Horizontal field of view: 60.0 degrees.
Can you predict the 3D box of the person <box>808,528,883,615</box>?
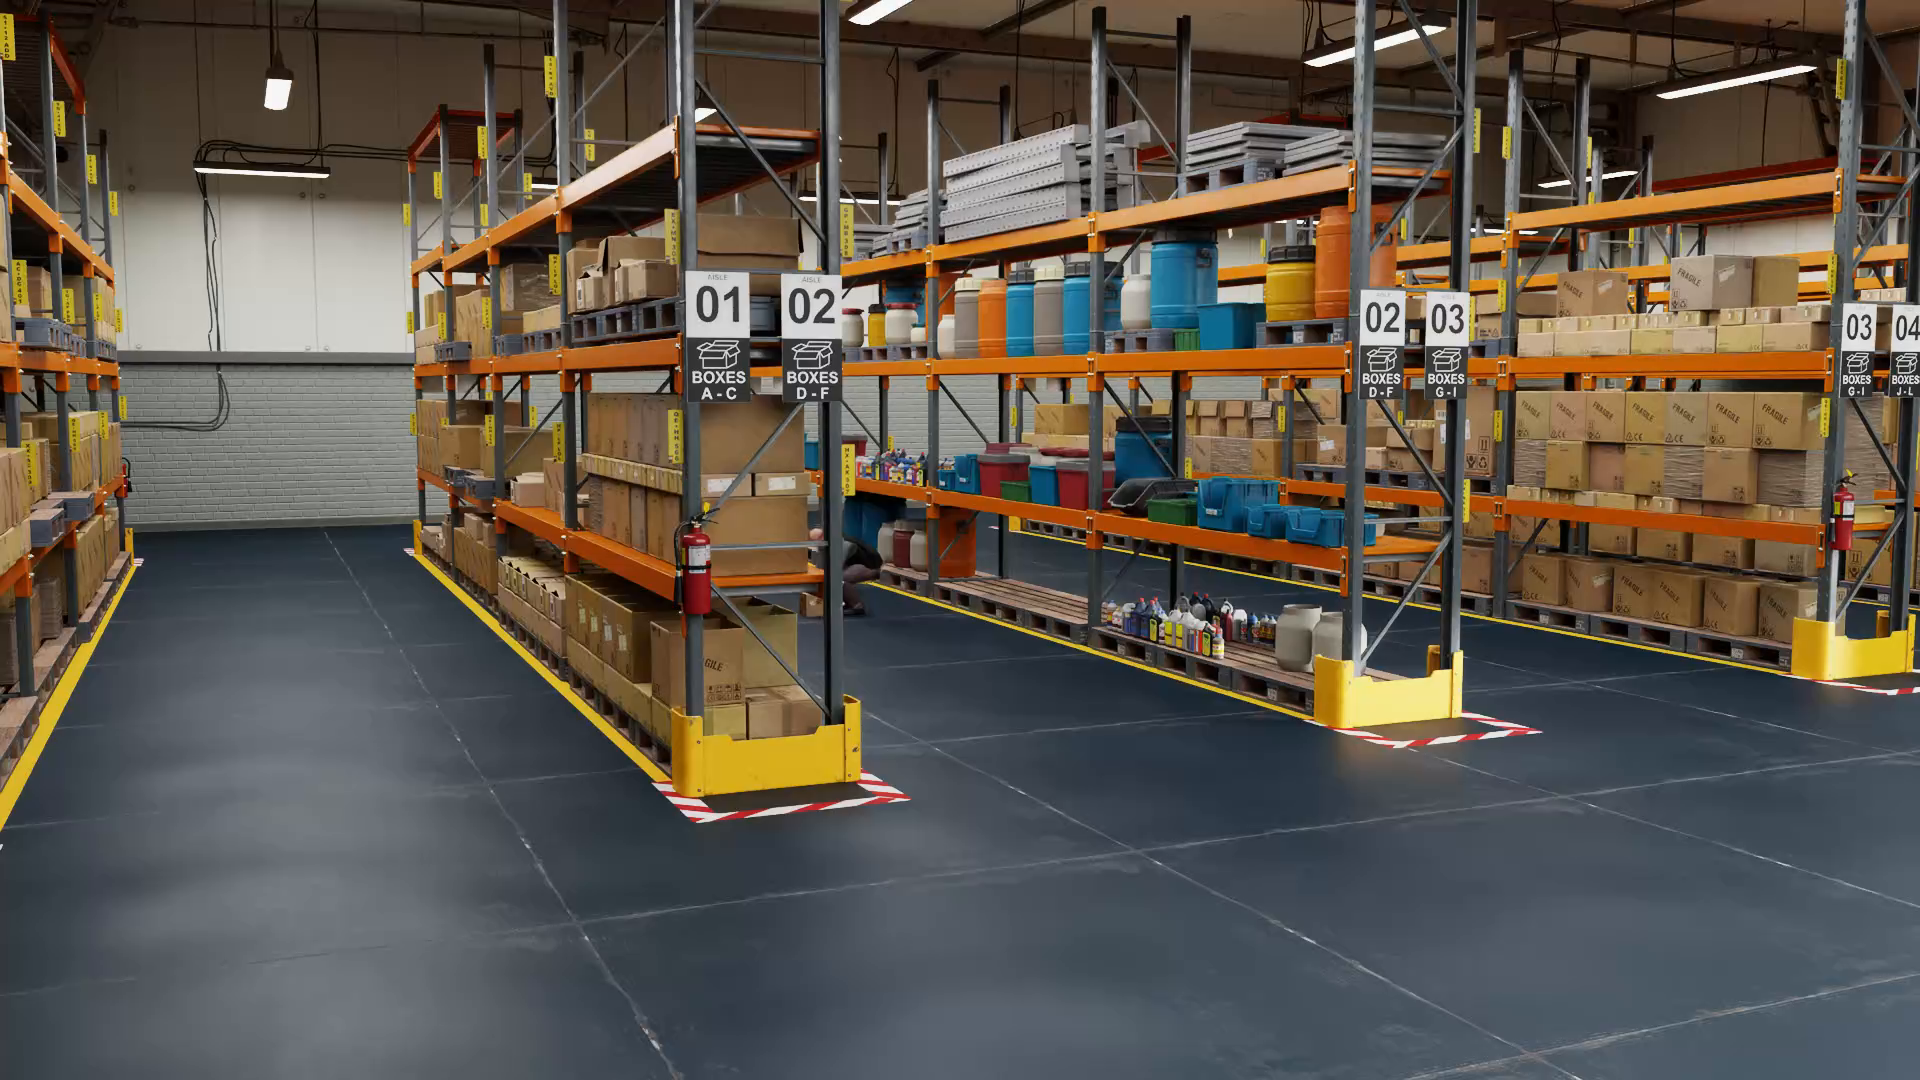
[{"bbox_3d":[-1.274,0.337,18.319,0.859,0.963,0.547,-2,6,-24],"label":"person"}]
